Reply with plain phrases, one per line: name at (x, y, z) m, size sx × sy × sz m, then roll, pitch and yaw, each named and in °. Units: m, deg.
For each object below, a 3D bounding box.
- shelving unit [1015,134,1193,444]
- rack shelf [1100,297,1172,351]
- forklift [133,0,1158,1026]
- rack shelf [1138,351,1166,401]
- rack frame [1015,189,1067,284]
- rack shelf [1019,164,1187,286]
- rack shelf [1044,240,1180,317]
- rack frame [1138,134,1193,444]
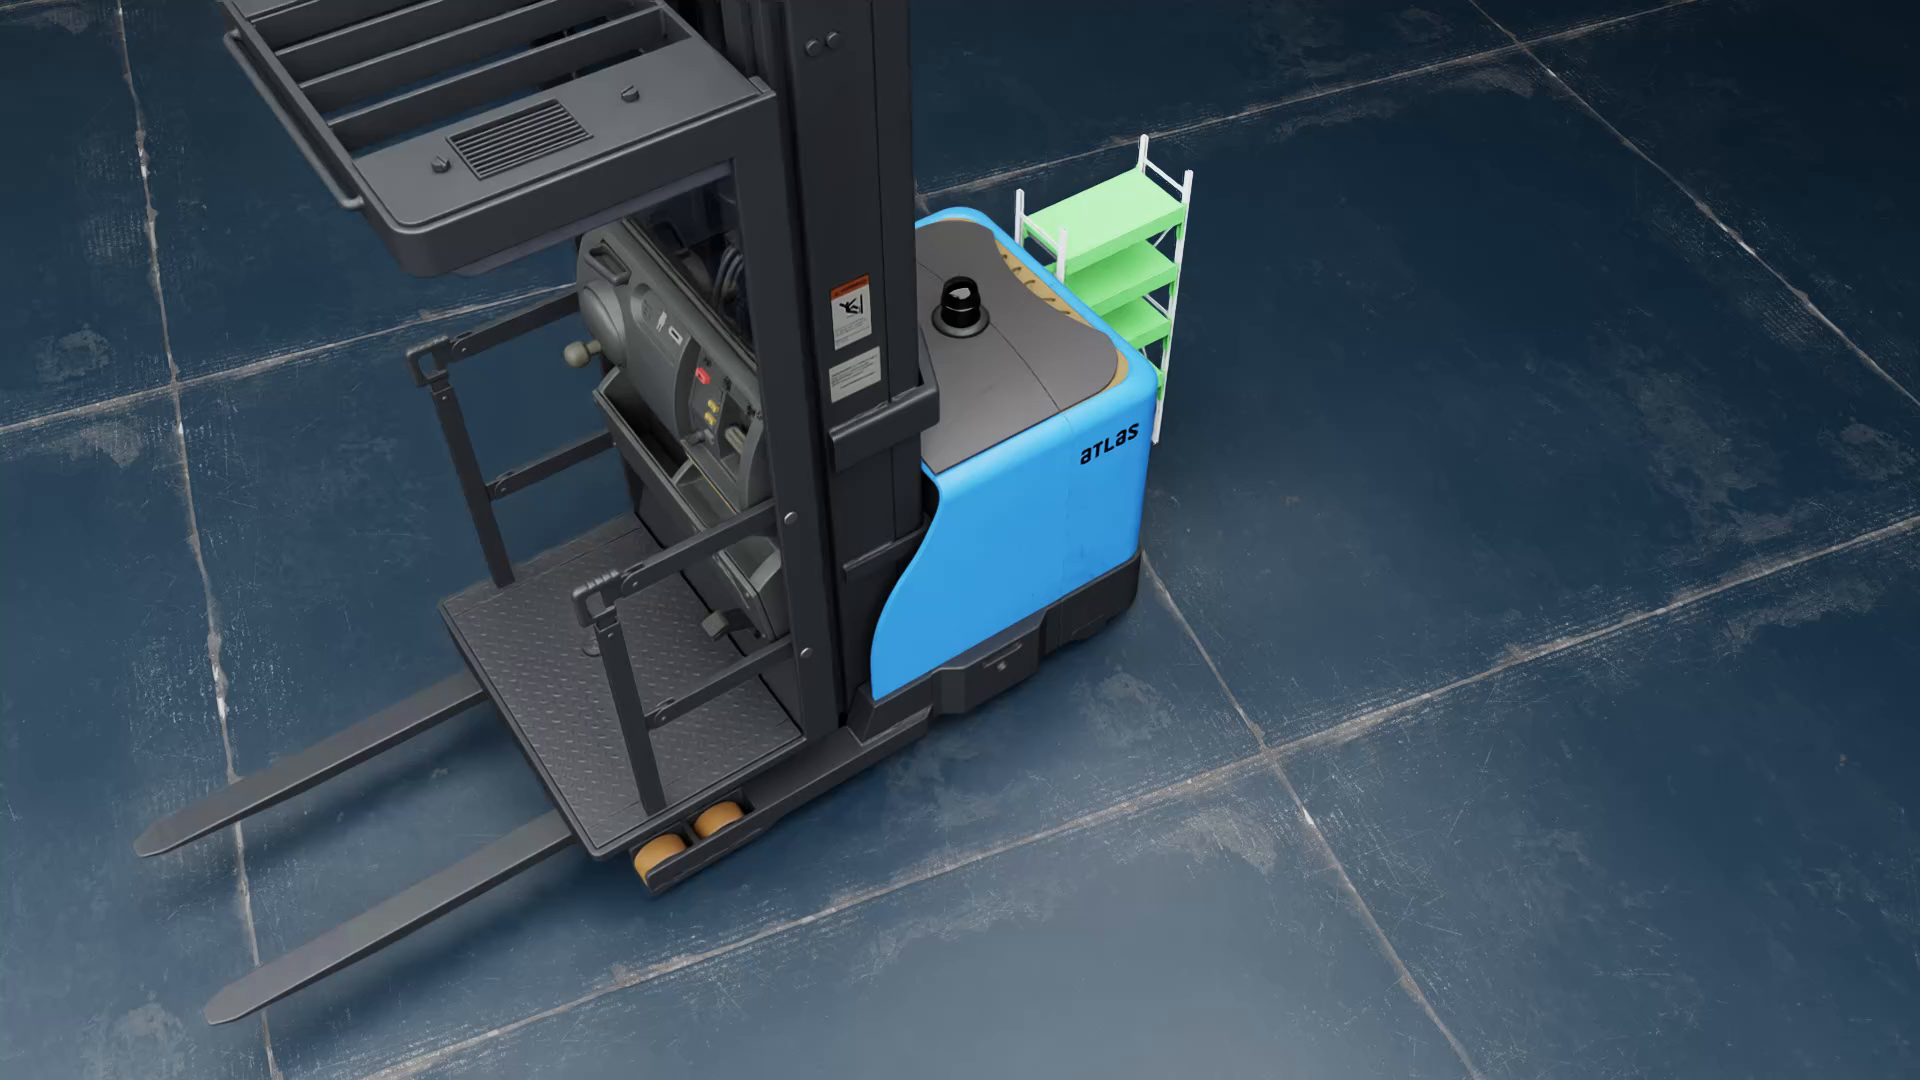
shelving unit at (0.447, -0.712, 5.571) m, size 0.503 × 1.200 × 0.258 m, roll -28°, pitch 55°, yaw -22°
rack shelf at (0.447, -0.671, 5.619) m, size 0.480 × 0.148 × 0.258 m, roll -28°, pitch 55°, yaw -22°
forklift at (-0.915, -0.397, 4.159) m, size 3.031 × 2.935 × 1.130 m, roll -28°, pitch 55°, yaw -22°
rack shelf at (0.447, -0.514, 5.801) m, size 0.480 × 0.148 × 0.258 m, roll -28°, pitch 55°, yaw -22°
rack frame at (0.247, -0.607, 5.480) m, size 0.015 × 1.200 × 0.240 m, roll -28°, pitch 55°, yaw -22°
rack shelf at (0.447, -0.983, 5.255) m, size 0.480 × 0.148 × 0.258 m, roll -28°, pitch 55°, yaw -22°
rack shelf at (0.447, -0.827, 5.437) m, size 0.480 × 0.148 × 0.258 m, roll -28°, pitch 55°, yaw -22°
rack frame at (0.648, -0.818, 5.661) m, size 0.015 × 1.200 × 0.240 m, roll -28°, pitch 55°, yaw -22°
